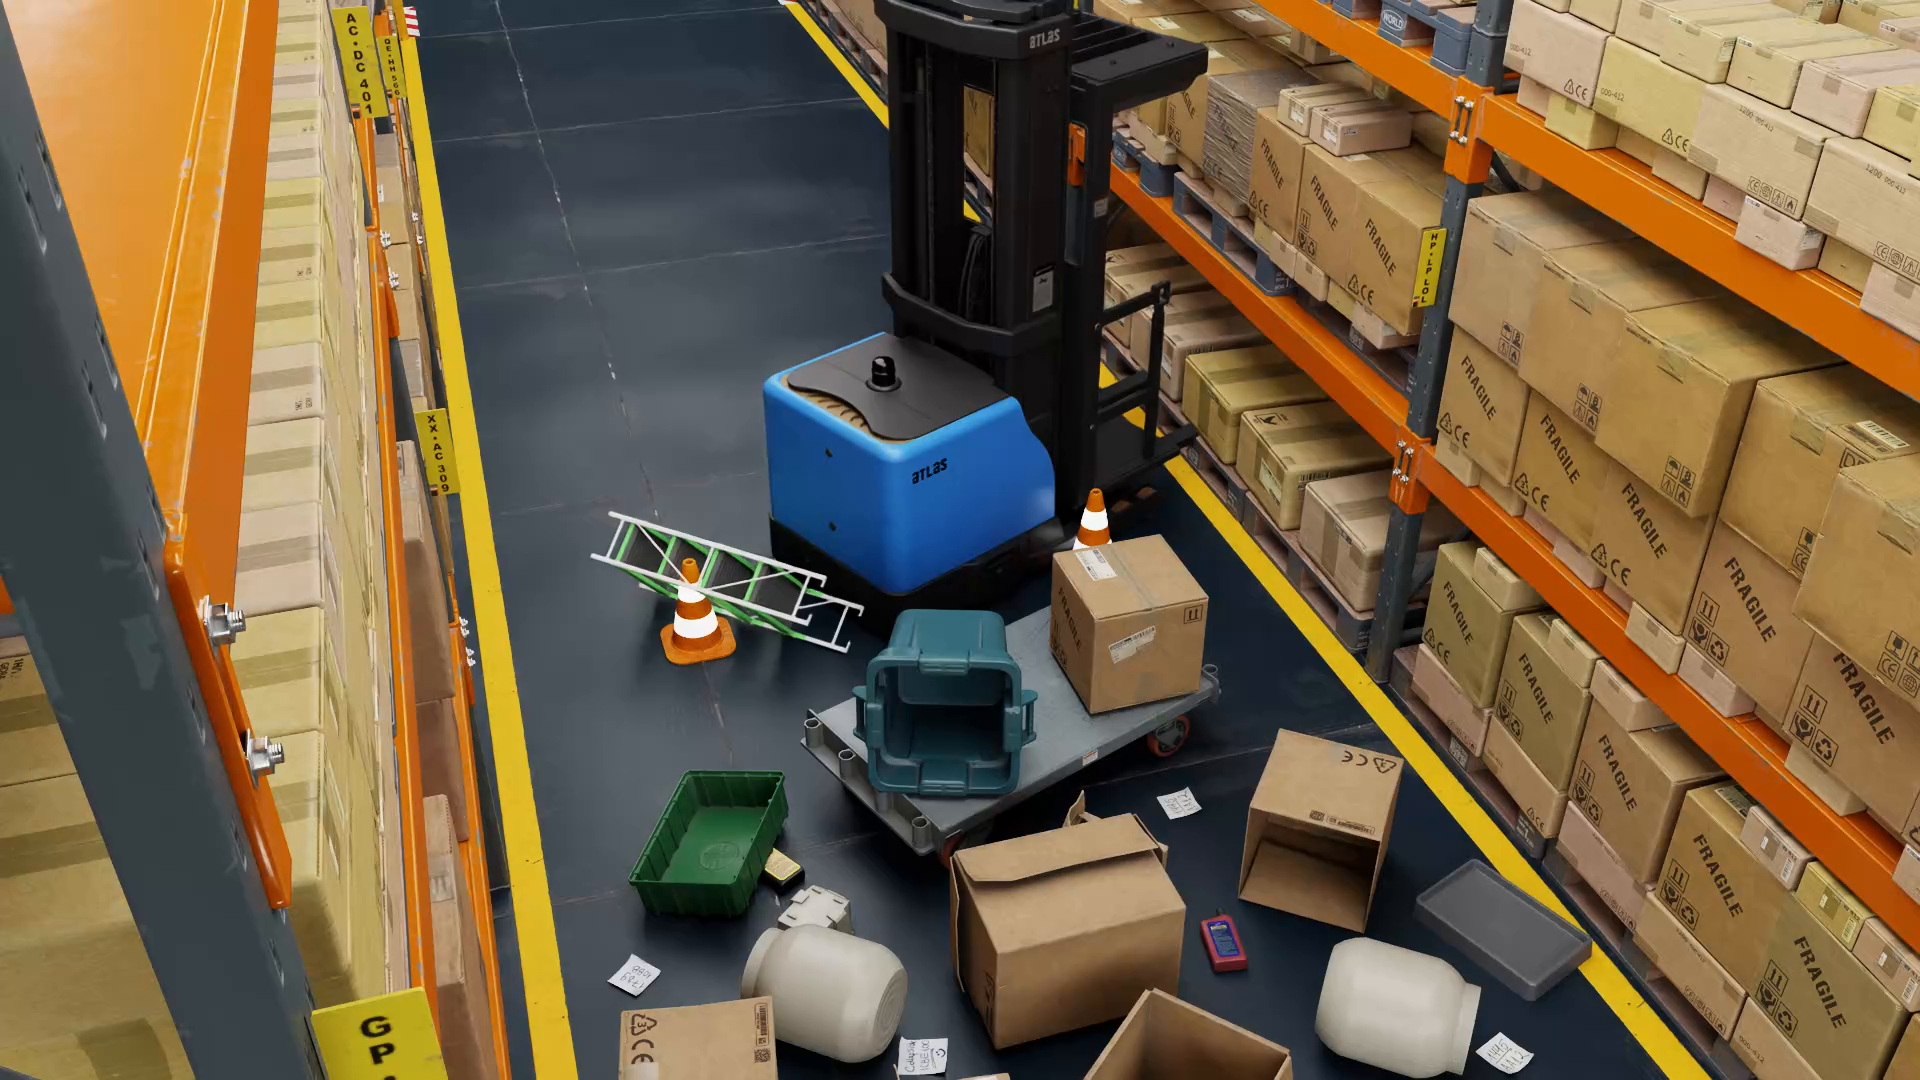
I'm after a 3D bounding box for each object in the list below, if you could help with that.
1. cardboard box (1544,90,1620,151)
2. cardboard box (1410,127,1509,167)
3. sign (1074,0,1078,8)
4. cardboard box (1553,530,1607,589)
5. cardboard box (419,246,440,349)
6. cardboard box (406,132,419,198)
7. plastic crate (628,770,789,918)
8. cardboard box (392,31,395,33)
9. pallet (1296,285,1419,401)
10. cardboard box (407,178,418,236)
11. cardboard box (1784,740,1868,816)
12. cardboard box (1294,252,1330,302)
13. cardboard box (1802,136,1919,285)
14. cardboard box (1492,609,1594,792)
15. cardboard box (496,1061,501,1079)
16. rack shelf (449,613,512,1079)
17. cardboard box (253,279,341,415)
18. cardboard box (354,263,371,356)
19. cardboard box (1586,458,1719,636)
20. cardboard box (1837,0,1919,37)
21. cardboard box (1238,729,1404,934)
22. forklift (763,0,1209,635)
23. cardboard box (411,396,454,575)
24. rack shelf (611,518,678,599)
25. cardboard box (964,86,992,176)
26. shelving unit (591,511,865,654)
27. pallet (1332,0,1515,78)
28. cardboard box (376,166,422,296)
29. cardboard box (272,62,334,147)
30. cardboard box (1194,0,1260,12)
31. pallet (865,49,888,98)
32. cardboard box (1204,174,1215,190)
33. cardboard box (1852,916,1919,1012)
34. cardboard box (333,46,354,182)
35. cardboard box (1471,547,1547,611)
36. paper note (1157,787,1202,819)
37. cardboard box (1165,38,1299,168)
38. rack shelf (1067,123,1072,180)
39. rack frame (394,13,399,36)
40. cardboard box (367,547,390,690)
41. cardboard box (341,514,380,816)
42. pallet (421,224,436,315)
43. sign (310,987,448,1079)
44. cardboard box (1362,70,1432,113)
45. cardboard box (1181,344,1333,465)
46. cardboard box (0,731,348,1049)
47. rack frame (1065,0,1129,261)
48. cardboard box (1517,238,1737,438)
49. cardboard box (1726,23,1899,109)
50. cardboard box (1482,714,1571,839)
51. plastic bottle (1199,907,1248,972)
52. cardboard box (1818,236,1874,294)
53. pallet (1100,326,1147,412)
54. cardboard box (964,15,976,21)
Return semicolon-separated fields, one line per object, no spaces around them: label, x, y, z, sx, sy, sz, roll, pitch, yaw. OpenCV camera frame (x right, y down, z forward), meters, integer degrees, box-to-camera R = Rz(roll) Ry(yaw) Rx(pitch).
cardboard box;2.279;-1.486;5.785;0.380;0.149;0.250;-10;35;-15
cardboard box;2.370;-1.590;7.693;0.500;0.500;0.500;-10;35;-15
sign;0.645;-3.179;9.790;0.100;0.325;0.005;-10;35;-15
cardboard box;2.462;0.027;6.216;0.380;0.149;0.250;-9;35;-13
cardboard box;-3.483;-1.452;10.114;0.500;0.500;0.500;-11;35;-17
cardboard box;-4.265;-2.792;12.141;0.500;0.500;0.500;-11;35;-16
plastic crate;-0.990;1.214;6.690;0.450;0.188;0.662;-2;32;16
cardboard box;-5.187;-4.445;14.691;0.380;0.149;0.250;-10;35;-14
pallet;2.298;-1.037;7.772;1.003;0.211;1.213;-10;35;-15
cardboard box;-3.645;-2.020;10.292;0.500;0.250;0.500;-10;35;-15
cardboard box;2.838;0.694;5.207;0.380;0.149;0.250;-10;35;-15
cardboard box;1.797;-1.256;7.777;0.380;0.149;0.250;-11;35;-16
cardboard box;2.729;-0.928;4.579;0.500;0.250;0.500;-10;35;-14
cardboard box;2.490;0.602;6.551;0.500;0.500;0.500;-9;34;-13
cardboard box;-1.466;1.444;3.707;0.875;0.550;0.550;-10;35;-15
rack shelf;-1.680;1.544;4.344;1.077;0.370;4.000;-10;35;-15
cardboard box;-1.256;-0.298;2.793;0.380;0.149;0.250;-10;35;-15
cardboard box;-1.565;-0.499;3.819;0.380;0.149;0.250;-9;35;-14
cardboard box;2.578;-0.054;5.750;0.500;0.500;0.500;-10;35;-15
cardboard box;3.048;-1.651;5.312;0.380;0.149;0.250;-9;35;-13
cardboard box;1.424;1.142;6.566;0.500;0.500;0.500;13;36;18
forklift;0.462;-1.457;8.296;3.031;2.935;1.130;-27;42;-34
cardboard box;-2.194;-0.169;6.194;0.500;0.500;0.500;-10;35;-14
rack shelf;-1.477;0.096;8.088;0.148;0.480;0.258;16;77;22
cardboard box;0.501;-3.395;12.714;0.875;0.875;0.875;-9;35;-13
shelving unit;-1.106;0.201;7.931;1.200;0.503;0.258;16;77;22
pallet;2.306;-2.206;6.818;1.213;0.211;1.003;-10;35;-15
cardboard box;-2.967;-1.494;8.200;0.500;0.500;0.500;-10;35;-15
cardboard box;-1.646;-0.968;3.806;0.380;0.149;0.250;-9;35;-14
cardboard box;1.576;-2.940;9.738;0.500;0.500;0.500;-11;35;-16
pallet;-0.205;-4.140;14.824;1.003;0.211;1.213;-10;35;-15
cardboard box;1.524;-1.951;8.829;0.380;0.149;0.250;-9;34;-13
cardboard box;2.944;1.239;4.999;0.380;0.149;0.250;-9;35;-13
cardboard box;-1.896;-1.120;4.399;0.500;0.250;0.500;-10;35;-15
cardboard box;2.297;0.128;6.680;0.380;0.149;0.250;-10;35;-14
paper note;0.930;1.113;7.038;0.148;0.019;0.142;-10;35;-15
cardboard box;1.424;-2.307;8.779;0.500;0.500;0.500;-9;35;-14
rack shelf;0.563;-3.541;12.041;1.077;0.370;4.000;-10;35;-15
rack frame;-5.951;-6.106;15.270;1.000;3.000;0.127;-10;35;-15
cardboard box;-1.178;0.167;2.812;0.380;0.149;0.250;-10;35;-15
cardboard box;-1.129;0.202;2.398;0.500;0.250;0.500;-10;35;-15
pallet;-4.116;-1.792;11.271;1.003;0.211;1.213;-10;35;-15
sign;-0.540;0.555;1.604;0.100;0.325;0.005;-10;35;-15
cardboard box;2.157;-2.162;7.972;0.380;0.149;0.250;-8;34;-12
cardboard box;1.794;-0.787;9.222;0.950;0.372;0.625;-9;34;-13
cardboard box;-0.869;0.369;1.782;0.380;0.149;0.250;-10;35;-14
rack frame;1.173;-2.791;10.253;1.000;3.000;0.127;-10;35;-15
cardboard box;2.456;-0.735;5.874;0.700;0.500;0.500;-10;35;-14
cardboard box;2.536;-1.414;4.953;0.380;0.149;0.250;-11;35;-16
cardboard box;2.489;0.914;6.759;0.500;0.250;0.500;-8;34;-12
plastic bottle;1.001;1.528;6.383;0.133;0.061;0.283;-4;34;-6
cardboard box;2.725;-0.822;4.780;0.380;0.149;0.250;-10;35;-14
pallet;1.410;-1.217;10.401;1.003;0.211;1.213;-10;35;-15
cardboard box;0.280;-3.746;11.835;0.500;0.250;0.500;-11;35;-16
